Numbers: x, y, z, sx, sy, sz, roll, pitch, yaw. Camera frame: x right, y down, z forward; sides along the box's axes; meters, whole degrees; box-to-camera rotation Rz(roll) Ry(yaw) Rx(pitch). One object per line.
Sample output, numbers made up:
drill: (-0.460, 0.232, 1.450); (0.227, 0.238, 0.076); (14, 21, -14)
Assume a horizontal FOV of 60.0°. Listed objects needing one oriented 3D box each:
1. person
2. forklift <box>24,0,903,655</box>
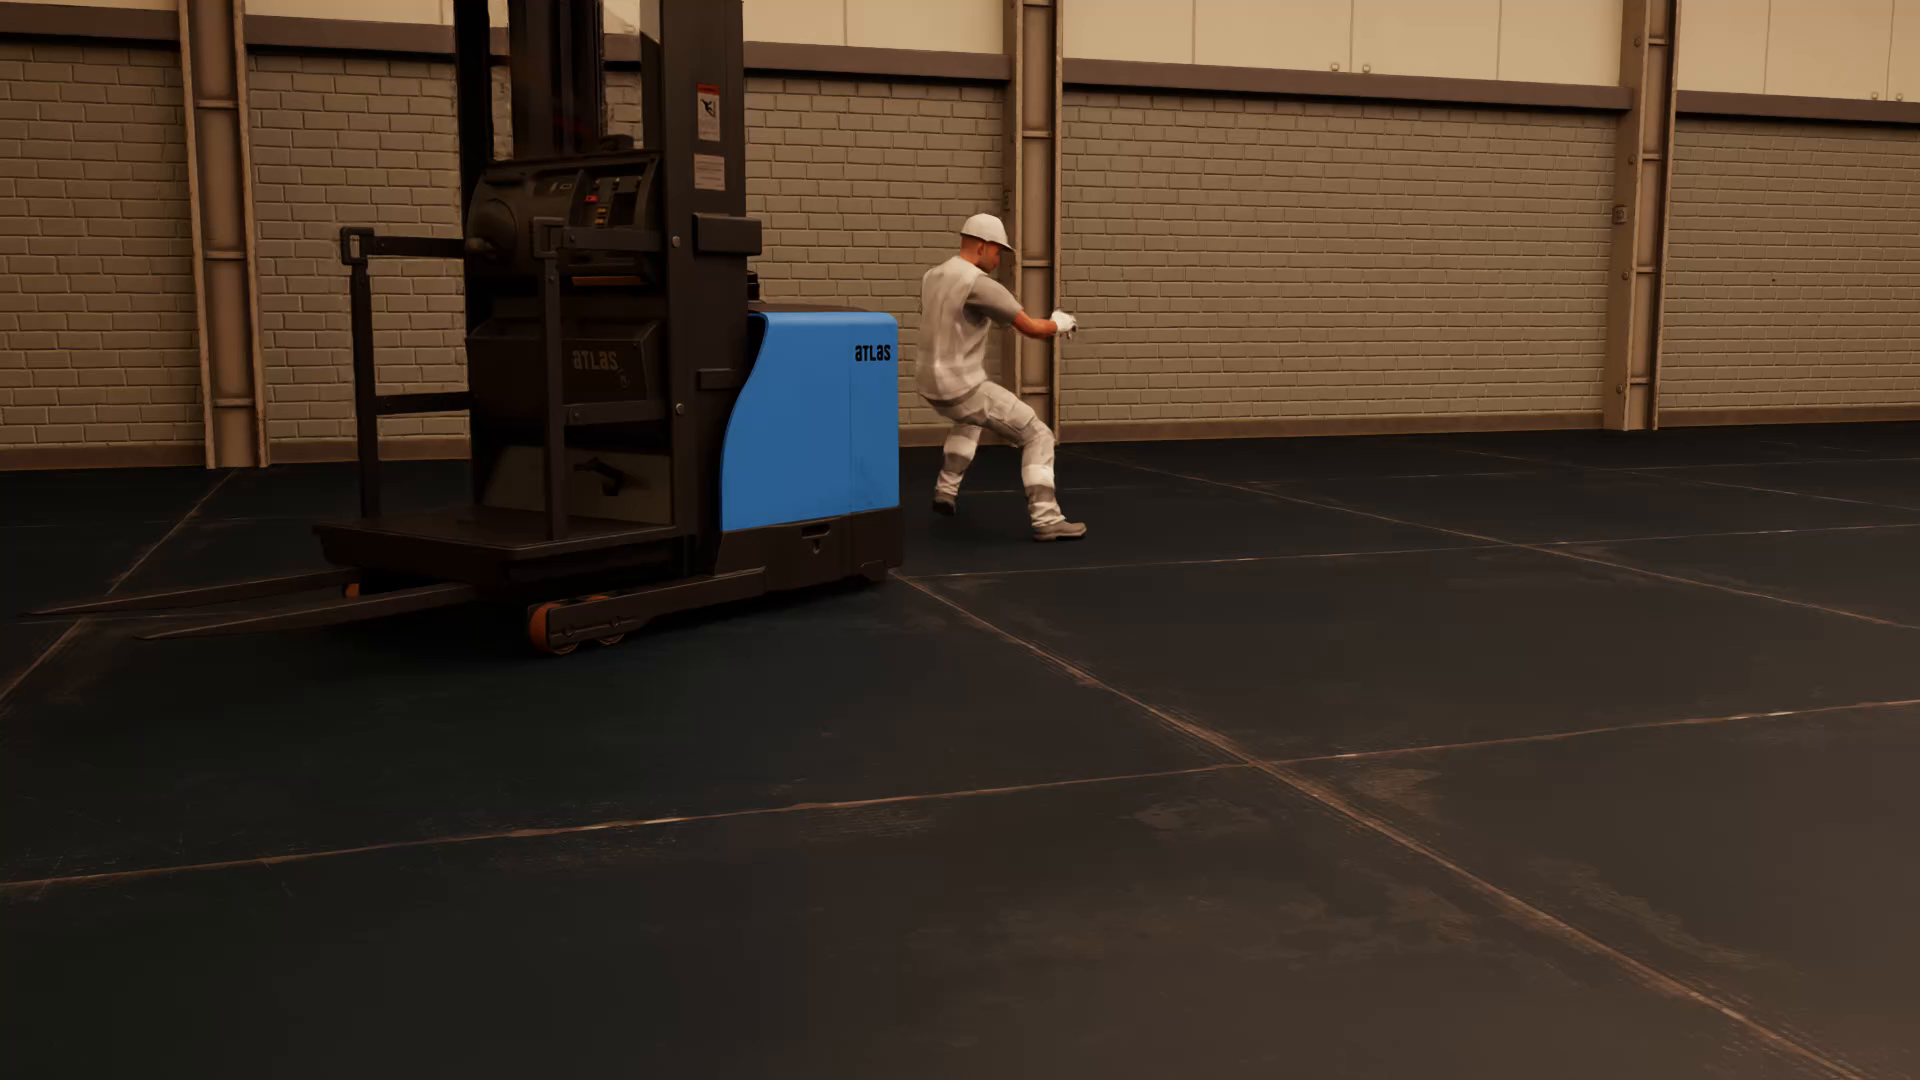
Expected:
person: (0.155, -0.817, 8.210); (0.753, 1.548, 1.060); (-4, 9, -28)
forklift: (-1.510, -1.163, 5.599); (1.130, 2.935, 3.031); (6, 10, 36)
